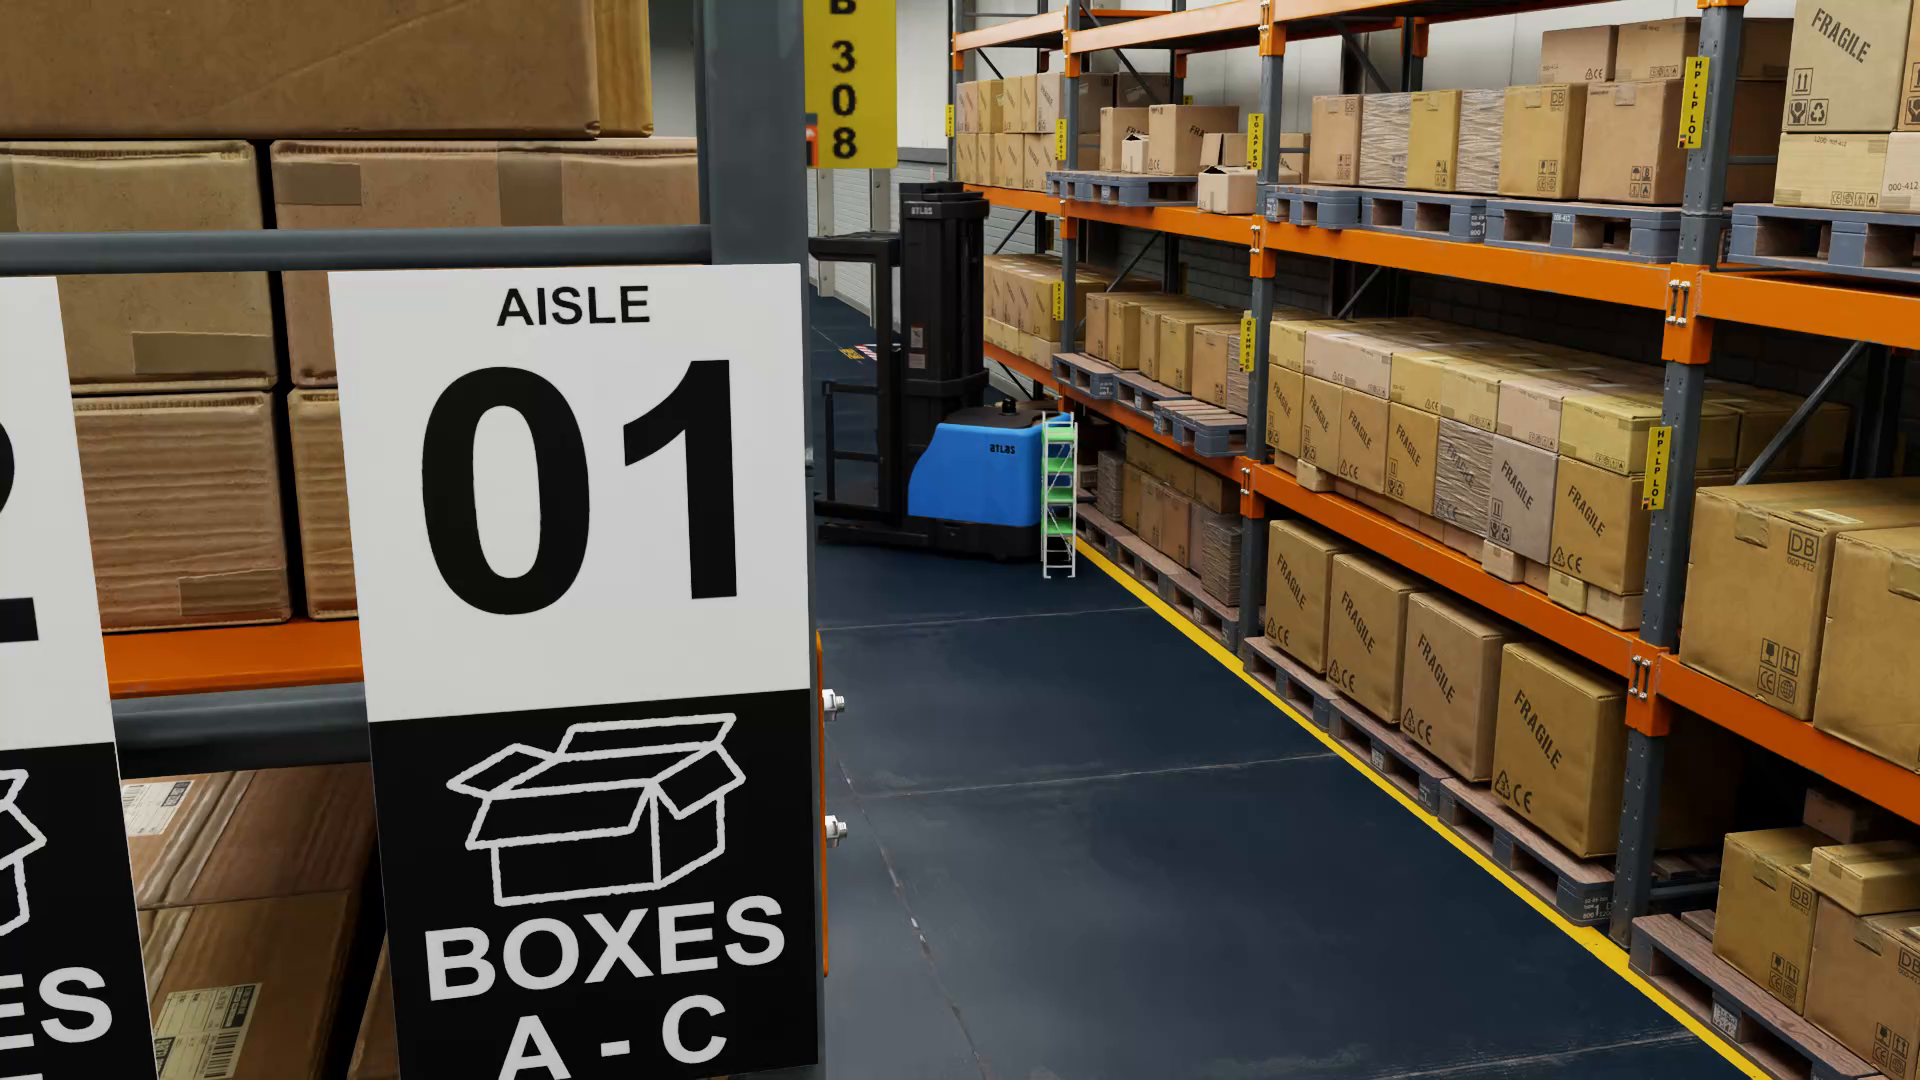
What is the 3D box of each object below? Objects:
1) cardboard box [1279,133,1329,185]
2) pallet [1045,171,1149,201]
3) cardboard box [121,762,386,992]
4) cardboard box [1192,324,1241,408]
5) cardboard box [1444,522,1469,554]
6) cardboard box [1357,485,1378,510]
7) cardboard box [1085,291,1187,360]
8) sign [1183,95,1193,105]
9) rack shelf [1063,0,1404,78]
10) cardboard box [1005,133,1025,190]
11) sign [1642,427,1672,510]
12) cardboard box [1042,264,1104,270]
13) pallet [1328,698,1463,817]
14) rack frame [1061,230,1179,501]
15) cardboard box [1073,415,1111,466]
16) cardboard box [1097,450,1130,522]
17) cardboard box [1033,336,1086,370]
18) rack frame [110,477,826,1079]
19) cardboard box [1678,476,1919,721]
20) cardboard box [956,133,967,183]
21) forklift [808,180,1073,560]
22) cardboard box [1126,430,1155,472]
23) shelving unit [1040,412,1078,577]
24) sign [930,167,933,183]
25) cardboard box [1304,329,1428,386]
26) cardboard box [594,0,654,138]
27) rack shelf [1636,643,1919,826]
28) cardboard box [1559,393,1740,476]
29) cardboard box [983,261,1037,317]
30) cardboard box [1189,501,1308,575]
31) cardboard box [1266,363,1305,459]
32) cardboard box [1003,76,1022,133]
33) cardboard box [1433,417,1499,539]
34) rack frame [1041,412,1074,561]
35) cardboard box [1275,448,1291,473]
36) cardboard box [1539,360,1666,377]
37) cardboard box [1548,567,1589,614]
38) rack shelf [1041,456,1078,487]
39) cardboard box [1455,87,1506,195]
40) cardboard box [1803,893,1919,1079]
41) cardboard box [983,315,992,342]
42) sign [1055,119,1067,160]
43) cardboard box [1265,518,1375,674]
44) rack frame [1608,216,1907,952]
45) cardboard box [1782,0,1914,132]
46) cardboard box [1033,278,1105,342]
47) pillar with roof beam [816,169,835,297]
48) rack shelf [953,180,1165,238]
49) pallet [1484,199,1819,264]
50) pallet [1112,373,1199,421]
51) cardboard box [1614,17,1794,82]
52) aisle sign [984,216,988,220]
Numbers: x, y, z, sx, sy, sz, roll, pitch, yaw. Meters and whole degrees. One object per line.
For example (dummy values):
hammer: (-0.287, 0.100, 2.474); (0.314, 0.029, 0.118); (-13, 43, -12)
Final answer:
cardboard box: (2.356, -2.404, 10.873); (0.500, 0.500, 0.500); (-3, 14, -13)
pallet: (1.403, -2.850, 13.347); (1.213, 0.211, 1.003); (-3, 14, -13)
cardboard box: (-1.125, 0.675, 2.527); (0.500, 0.500, 0.500); (-3, 14, -12)
cardboard box: (2.024, -1.207, 11.410); (0.700, 0.500, 0.500); (-5, 14, -18)
cardboard box: (2.630, -0.032, 8.226); (0.380, 0.149, 0.250); (-4, 14, -15)
cardboard box: (2.433, -0.273, 9.212); (0.380, 0.149, 0.250); (-3, 14, -12)
cardboard box: (1.448, -1.775, 13.736); (0.700, 0.500, 0.500); (-3, 14, -13)
sign: (1.900, -3.564, 13.954); (0.100, 0.325, 0.005); (-3, 14, -13)
rack shelf: (1.832, -3.541, 11.821); (1.077, 0.370, 4.000); (-3, 14, -13)
cardboard box: (0.730, -3.494, 15.333); (0.500, 0.500, 0.500); (-4, 14, -15)
sign: (2.715, -0.278, 6.473); (0.100, 0.325, 0.005); (-3, 14, -13)
cardboard box: (1.092, -2.407, 16.155); (0.500, 0.500, 0.500); (-3, 14, -12)
pallet: (2.696, 1.112, 8.931); (1.003, 0.211, 1.213); (-3, 14, -13)
rack frame: (1.362, -1.632, 14.288); (1.000, 3.000, 0.127); (-3, 14, -13)
cardboard box: (1.079, -0.869, 15.504); (0.500, 0.500, 0.500); (-4, 14, -17)
cardboard box: (1.551, -0.463, 13.841); (0.700, 0.500, 0.500); (-3, 14, -11)
cardboard box: (0.956, -1.662, 14.682); (0.500, 0.250, 0.500); (-3, 14, -13)
rack frame: (-0.634, 1.413, 1.823); (1.000, 3.000, 0.127); (-3, 14, -13)
cardboard box: (3.352, 0.194, 6.183); (0.980, 0.700, 0.700); (-3, 14, -12)
cardboard box: (0.258, -3.979, 17.322); (0.500, 0.500, 0.500); (-3, 14, -12)
forklift: (-0.617, -1.480, 13.808); (3.031, 2.935, 1.130); (6, 15, 24)
cardboard box: (1.658, -0.726, 13.337); (0.500, 0.250, 0.500); (-4, 14, -14)
shelving unit: (0.764, -0.357, 12.862); (0.258, 1.200, 0.503); (0, 14, 1)
sign: (-0.430, -5.532, 25.365); (0.001, 0.298, 0.199); (-3, 14, -13)
cardboard box: (2.284, -1.034, 9.378); (0.500, 0.250, 0.500); (-3, 14, -14)
cardboard box: (-0.806, -0.816, 2.310); (0.700, 0.500, 0.500); (-3, 14, -13)
rack shelf: (3.710, 1.024, 4.931); (1.077, 0.370, 4.000); (-3, 14, -13)
cardboard box: (2.882, -0.447, 6.978); (0.500, 0.250, 0.500); (-3, 14, -12)
cardboard box: (0.464, -2.495, 16.514); (0.500, 0.500, 0.500); (-4, 14, -15)
cardboard box: (2.074, 0.002, 11.936); (0.700, 0.500, 0.500); (-3, 14, -13)
cardboard box: (2.167, -0.786, 9.945); (0.500, 0.500, 0.500); (-3, 14, -12)
cardboard box: (0.709, -3.980, 15.216); (0.500, 0.500, 0.500); (-4, 14, -15)
cardboard box: (2.648, -0.316, 8.019); (0.500, 0.500, 0.500); (-3, 14, -13)
rack frame: (0.766, -0.415, 13.099); (0.240, 1.200, 0.015); (0, 14, 1)
cardboard box: (2.153, -0.508, 10.175); (0.380, 0.149, 0.250); (-3, 14, -14)
cardboard box: (3.134, -0.710, 8.054); (0.500, 0.250, 0.500); (-4, 14, -15)
cardboard box: (2.804, 0.206, 7.249); (0.380, 0.149, 0.250); (-3, 14, -12)
rack shelf: (0.764, -0.529, 12.820); (0.258, 0.148, 0.480); (0, 14, 1)
cardboard box: (2.892, -1.959, 8.169); (0.700, 0.500, 0.500); (-3, 14, -13)
cardboard box: (3.431, 1.518, 5.776); (0.700, 0.500, 0.500); (-3, 14, -14)
cardboard box: (0.478, -2.125, 16.578); (0.500, 0.250, 0.500); (-4, 14, -14)
sign: (0.836, -3.309, 13.740); (0.100, 0.325, 0.005); (-3, 14, -13)
cardboard box: (2.346, 0.308, 9.992); (0.750, 0.750, 0.750); (-3, 14, -14)
rack frame: (3.241, 0.213, 6.734); (1.000, 3.000, 0.127); (-3, 14, -13)
cardboard box: (3.136, -1.608, 5.508); (0.500, 0.500, 0.500); (-3, 14, -14)
cardboard box: (0.950, -2.025, 14.590); (0.500, 0.500, 0.500); (-3, 14, -13)
pillar with roof beam: (-6.984, -9.269, 32.904); (9.100, 9.000, 0.400); (-3, 14, -13)
rack shelf: (0.892, -3.201, 15.906); (1.077, 0.370, 4.000); (-3, 14, -13)
pallet: (2.977, -1.360, 7.255); (0.805, 0.209, 1.217); (-4, 14, -15)
pallet: (1.797, -1.071, 12.394); (1.003, 0.211, 1.213); (-3, 14, -13)
cardboard box: (3.161, -2.081, 7.086); (0.500, 0.250, 0.500); (-2, 14, -9)
aisle sign: (0.114, -3.818, 17.756); (0.394, 0.787, 0.004); (-3, 14, -13)
